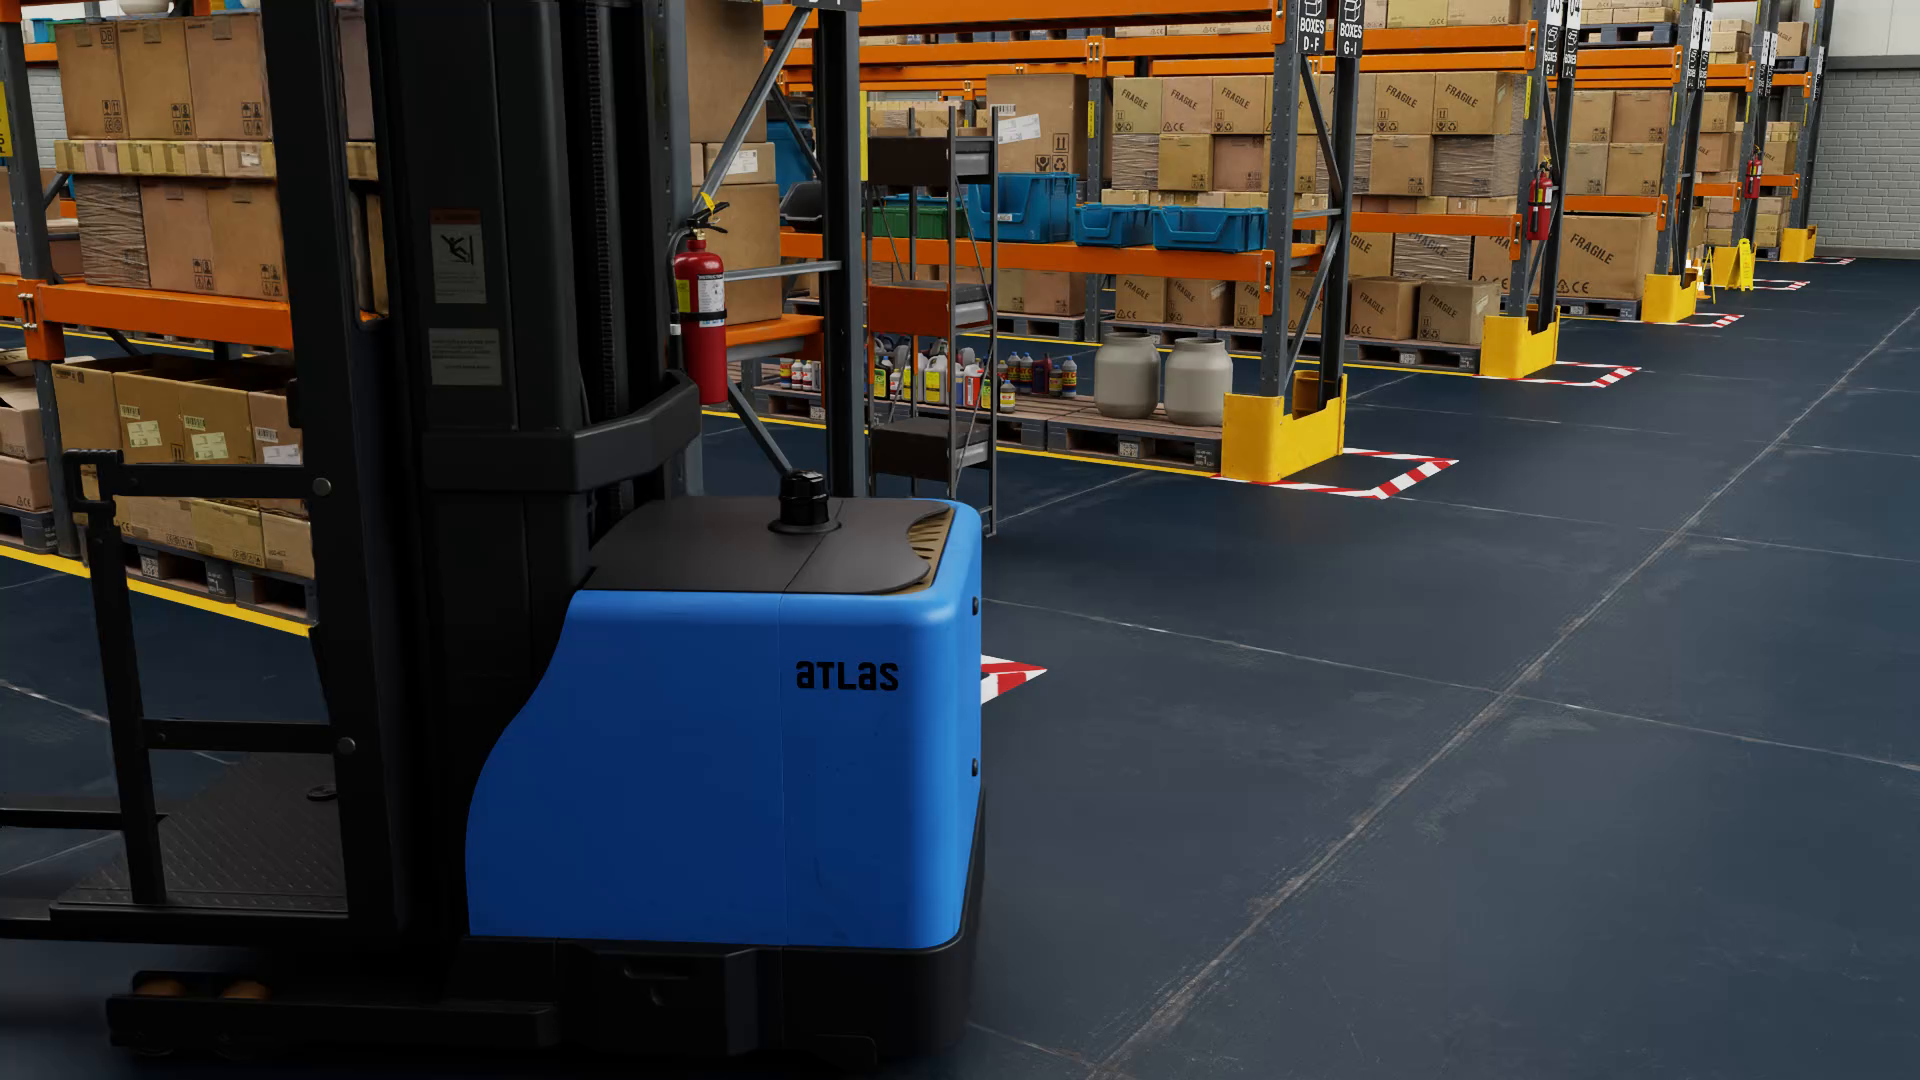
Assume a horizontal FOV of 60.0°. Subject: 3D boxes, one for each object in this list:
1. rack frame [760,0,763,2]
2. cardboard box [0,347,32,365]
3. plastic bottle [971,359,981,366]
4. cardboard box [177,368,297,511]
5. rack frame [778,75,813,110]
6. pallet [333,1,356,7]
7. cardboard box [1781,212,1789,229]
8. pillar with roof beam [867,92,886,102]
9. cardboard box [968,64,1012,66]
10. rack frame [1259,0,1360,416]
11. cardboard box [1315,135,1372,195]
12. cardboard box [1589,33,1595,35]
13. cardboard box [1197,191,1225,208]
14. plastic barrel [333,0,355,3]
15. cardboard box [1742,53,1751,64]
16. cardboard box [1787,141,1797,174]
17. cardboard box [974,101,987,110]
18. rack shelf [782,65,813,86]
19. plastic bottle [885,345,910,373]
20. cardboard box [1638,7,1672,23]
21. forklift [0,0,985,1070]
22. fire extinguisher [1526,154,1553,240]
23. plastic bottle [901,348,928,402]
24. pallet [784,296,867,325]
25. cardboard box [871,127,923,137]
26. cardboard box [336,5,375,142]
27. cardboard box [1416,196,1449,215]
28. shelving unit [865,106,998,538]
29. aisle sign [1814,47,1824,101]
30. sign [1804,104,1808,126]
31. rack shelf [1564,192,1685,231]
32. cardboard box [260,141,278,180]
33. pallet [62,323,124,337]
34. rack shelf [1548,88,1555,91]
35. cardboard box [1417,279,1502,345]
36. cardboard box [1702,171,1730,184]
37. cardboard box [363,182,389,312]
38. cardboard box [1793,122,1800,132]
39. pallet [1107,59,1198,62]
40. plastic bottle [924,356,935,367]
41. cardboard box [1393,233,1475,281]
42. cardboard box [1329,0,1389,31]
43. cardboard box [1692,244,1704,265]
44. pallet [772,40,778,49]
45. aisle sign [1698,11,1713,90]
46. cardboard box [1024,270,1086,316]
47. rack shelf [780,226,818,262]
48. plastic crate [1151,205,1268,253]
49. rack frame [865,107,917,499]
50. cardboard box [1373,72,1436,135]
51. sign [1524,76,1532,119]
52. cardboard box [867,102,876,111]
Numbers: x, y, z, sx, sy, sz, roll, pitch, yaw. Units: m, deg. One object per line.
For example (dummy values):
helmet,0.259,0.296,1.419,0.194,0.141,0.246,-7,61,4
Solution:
rack frame,-1.798,-6.893,17.439,0.127,3.000,1.000,9,17,33
cardboard box,-5.491,-0.922,9.485,0.500,0.311,0.500,10,17,34
plastic bottle,0.125,-1.181,11.758,0.097,0.201,0.097,0,14,0
cardboard box,-2.971,-0.444,7.161,0.500,0.500,0.500,9,17,33
rack frame,-2.265,-5.492,24.268,0.127,3.000,1.000,9,17,33
pallet,-5.142,-4.479,14.326,1.213,0.211,1.003,9,17,33
cardboard box,12.864,-5.090,26.450,0.500,0.250,0.500,10,17,34
pillar with roof beam,-4.275,-10.614,32.475,0.400,9.000,9.100,9,17,33
cardboard box,0.438,-6.486,21.833,0.500,0.500,0.500,9,17,33
rack frame,2.076,-1.920,9.837,0.127,3.000,1.000,9,17,33
cardboard box,3.526,-3.298,14.578,0.500,0.500,0.875,9,17,33
cardboard box,8.467,-6.842,22.340,0.250,0.149,0.380,10,17,34
cardboard box,2.352,-3.096,15.109,0.250,0.149,0.380,9,17,33
plastic barrel,-5.032,-4.938,14.018,0.708,0.830,0.600,9,17,33
cardboard box,10.277,-6.327,21.919,0.250,0.149,0.380,9,17,33
cardboard box,12.882,-6.044,26.288,0.500,0.500,0.500,10,17,35
cardboard box,0.297,-7.436,28.479,0.250,0.149,0.380,9,16,32
rack shelf,-3.458,-5.355,18.970,4.000,0.370,1.077,9,17,33
plastic bottle,-0.451,-1.260,11.925,0.135,0.276,0.152,9,17,33
cardboard box,7.227,-5.446,17.281,0.250,0.149,0.380,9,17,33
forklift,-1.473,-0.398,3.833,3.031,2.935,1.130,1,14,4
fire extinguisher,4.678,-2.763,13.402,0.183,0.674,0.296,9,17,33
plastic bottle,-0.296,-1.111,11.165,0.185,0.351,0.144,9,17,32
pallet,-1.150,-2.522,18.071,1.213,0.211,1.003,9,17,33
cardboard box,-0.809,-4.113,17.616,0.500,0.500,0.700,12,19,41
cardboard box,-1.974,-1.820,6.526,0.500,0.500,0.700,9,17,33
cardboard box,4.045,-2.840,14.074,0.250,0.149,0.380,9,17,33
shelving unit,-0.137,-1.041,8.161,0.503,2.100,0.431,9,17,33
aisle sign,13.029,-7.068,25.224,0.004,0.787,0.394,9,17,33
sign,12.824,-6.444,25.211,0.005,0.325,0.100,9,17,33
rack shelf,6.033,-3.802,18.937,4.000,0.370,1.077,9,17,33
cardboard box,-2.609,-1.551,6.788,0.250,0.149,0.380,9,17,32
pallet,-8.513,-2.267,17.040,1.213,0.211,1.003,9,17,33
rack shelf,8.159,-7.785,28.785,4.000,0.370,1.077,9,17,33
cardboard box,4.331,-1.985,14.428,0.500,0.500,0.500,13,19,43
cardboard box,9.941,-4.769,21.869,0.250,0.149,0.380,10,17,35
cardboard box,-1.919,-1.184,6.655,0.500,0.500,0.700,9,17,33
cardboard box,12.979,-6.469,26.037,0.250,0.149,0.380,9,16,32
pallet,2.547,-6.095,20.853,1.213,0.211,1.003,10,17,35
plastic bottle,-0.234,-1.107,11.307,0.135,0.276,0.152,9,17,33
cardboard box,5.606,-3.373,19.256,0.875,0.875,0.875,9,17,33
cardboard box,3.462,-4.442,14.093,0.500,0.250,0.500,10,17,34
cardboard box,9.856,-3.916,22.748,0.500,0.250,0.500,9,17,32
pallet,-2.362,-5.421,18.129,1.003,0.211,1.213,10,17,35
aisle sign,7.918,-5.195,17.657,0.004,0.787,0.394,9,17,33
cardboard box,1.024,-2.531,16.591,0.500,0.500,0.700,8,16,29
rack shelf,-2.903,-2.375,13.174,4.000,0.370,1.077,9,17,33
plastic crate,1.494,-1.855,9.885,0.616,0.251,0.499,9,17,33
rack frame,-0.340,-1.074,8.293,0.015,2.100,0.400,9,17,33
cardboard box,3.828,-3.676,14.024,0.500,0.500,0.500,9,17,33
sign,4.514,-3.515,13.213,0.005,0.325,0.100,9,17,33
cardboard box,-1.502,-7.559,28.977,0.250,0.149,0.380,9,16,31
